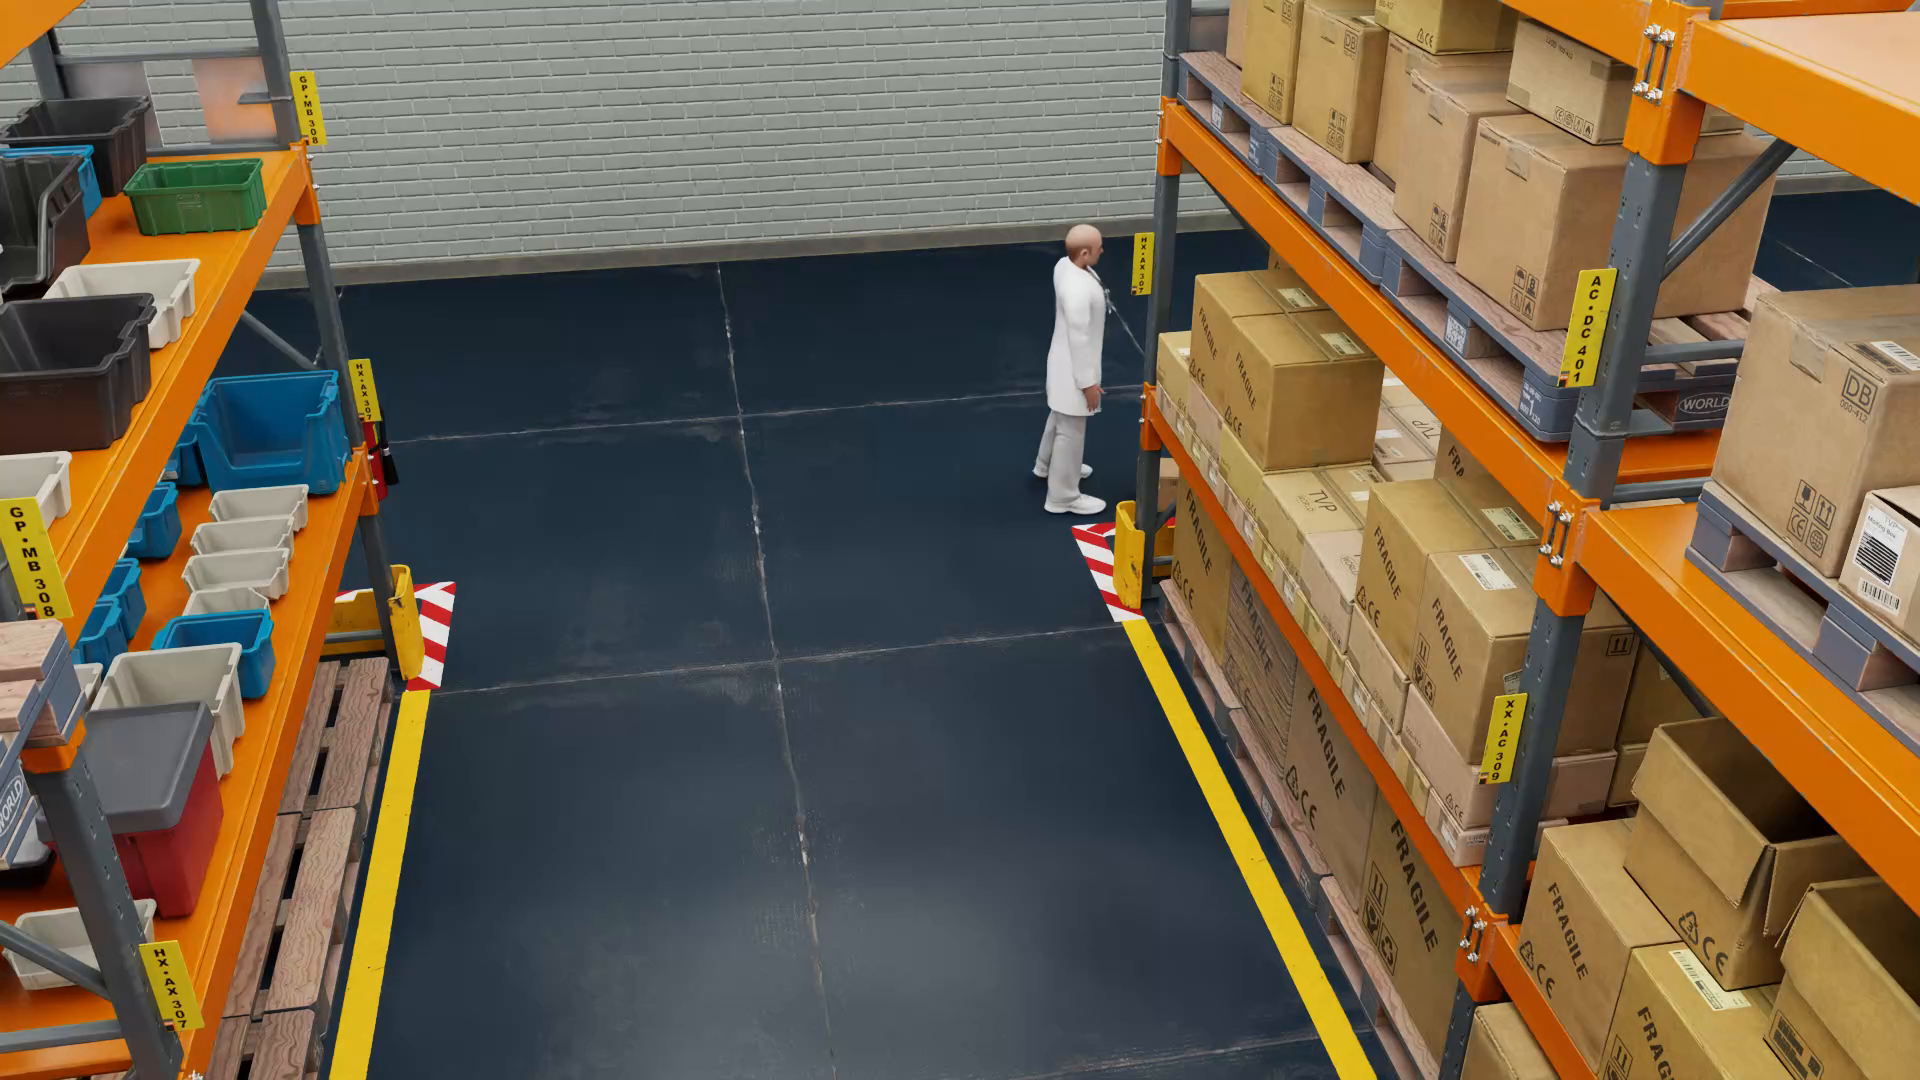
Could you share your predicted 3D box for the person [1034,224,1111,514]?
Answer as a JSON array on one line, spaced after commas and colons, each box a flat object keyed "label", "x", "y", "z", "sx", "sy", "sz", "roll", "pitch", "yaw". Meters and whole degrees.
[{"label": "person", "x": 0.682, "y": -1.038, "z": 9.903, "sx": 0.416, "sy": 1.779, "sz": 0.667, "roll": -1, "pitch": 30, "yaw": -1}]
